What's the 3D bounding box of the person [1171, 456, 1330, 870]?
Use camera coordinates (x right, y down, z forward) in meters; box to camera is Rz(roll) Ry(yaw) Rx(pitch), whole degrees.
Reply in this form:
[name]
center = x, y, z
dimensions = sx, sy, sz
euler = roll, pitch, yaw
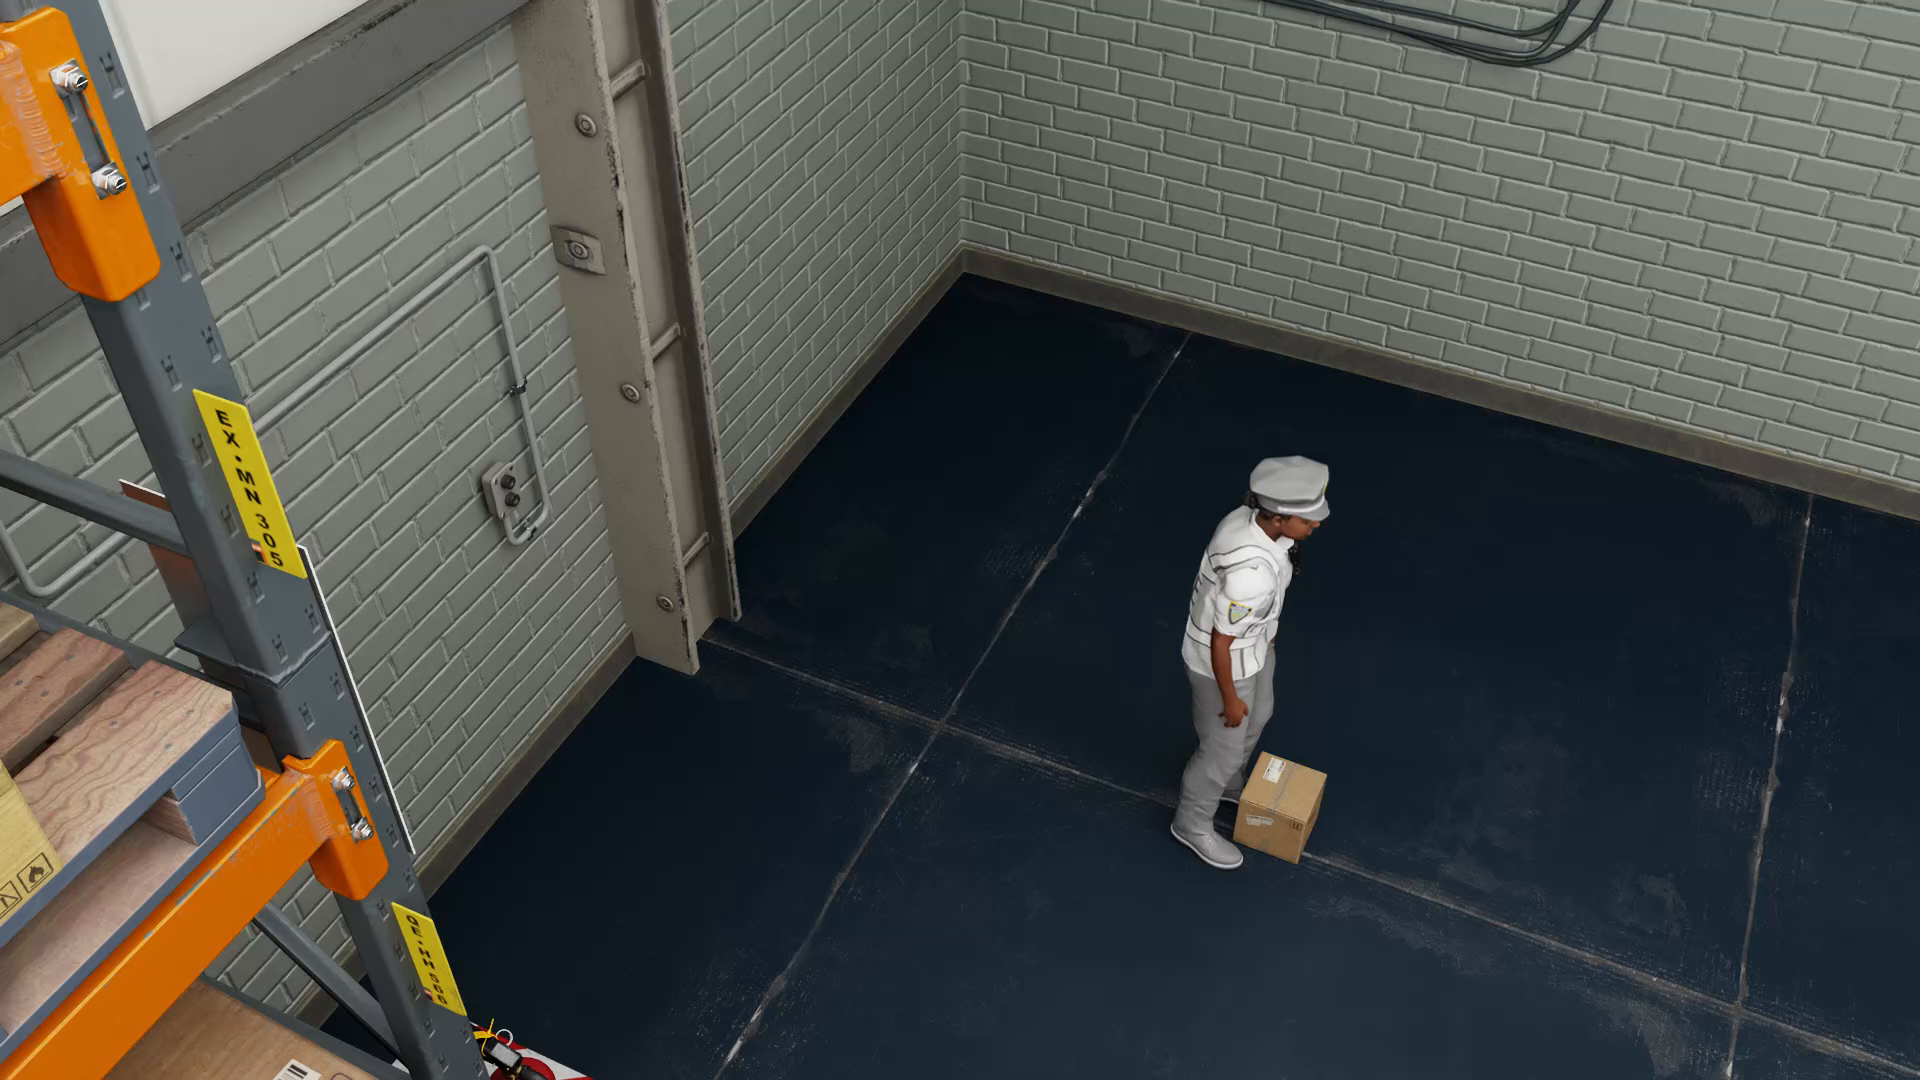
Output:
[person]
center = 0.972, 0.408, 5.710
dimensions = 0.418, 1.661, 0.520
euler = 16, 45, 17
